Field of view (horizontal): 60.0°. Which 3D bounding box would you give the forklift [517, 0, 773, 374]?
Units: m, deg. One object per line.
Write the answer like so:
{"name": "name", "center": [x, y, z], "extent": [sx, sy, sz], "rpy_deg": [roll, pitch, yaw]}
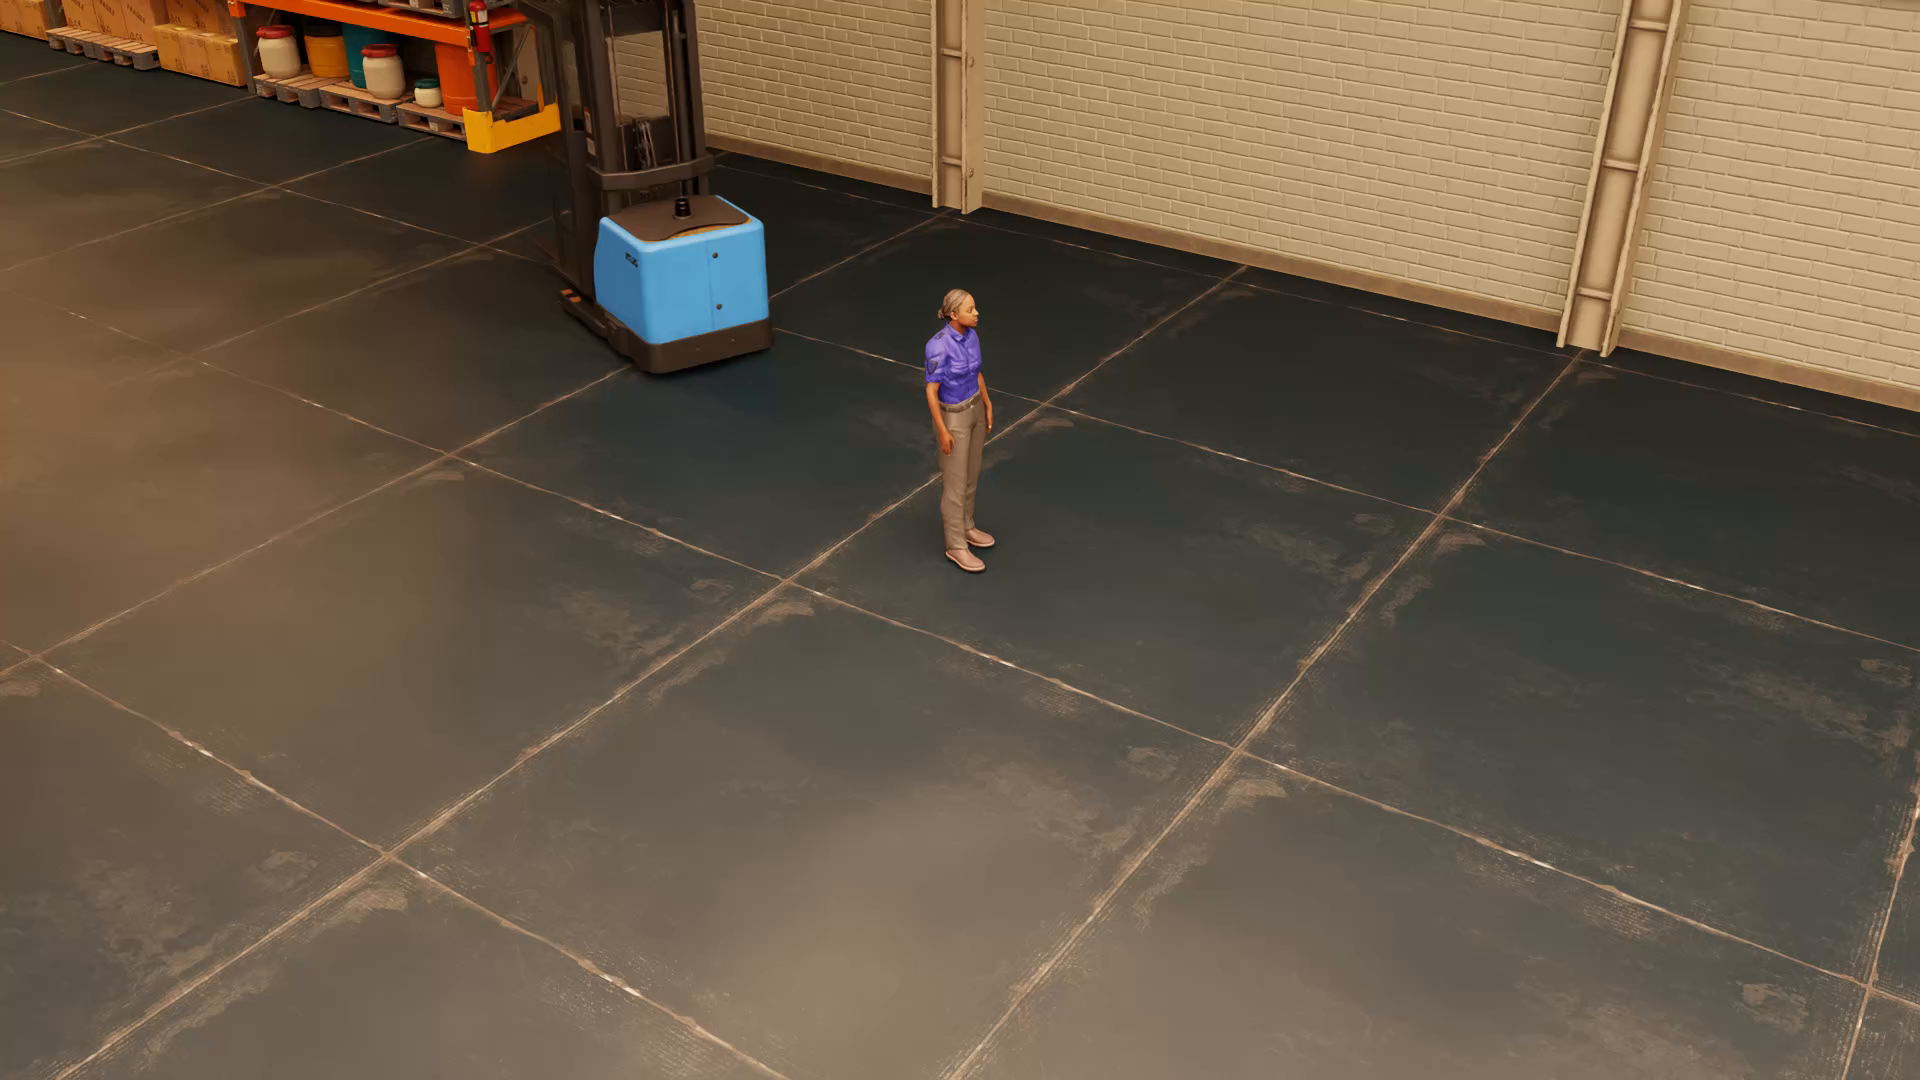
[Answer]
{"name": "forklift", "center": [-2.688, -3.213, 13.114], "extent": [1.130, 2.935, 3.031], "rpy_deg": [-18, 35, -28]}

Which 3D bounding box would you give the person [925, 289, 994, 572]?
{"name": "person", "center": [0.061, -0.689, 10.024], "extent": [0.504, 1.654, 0.569], "rpy_deg": [19, 35, 29]}
